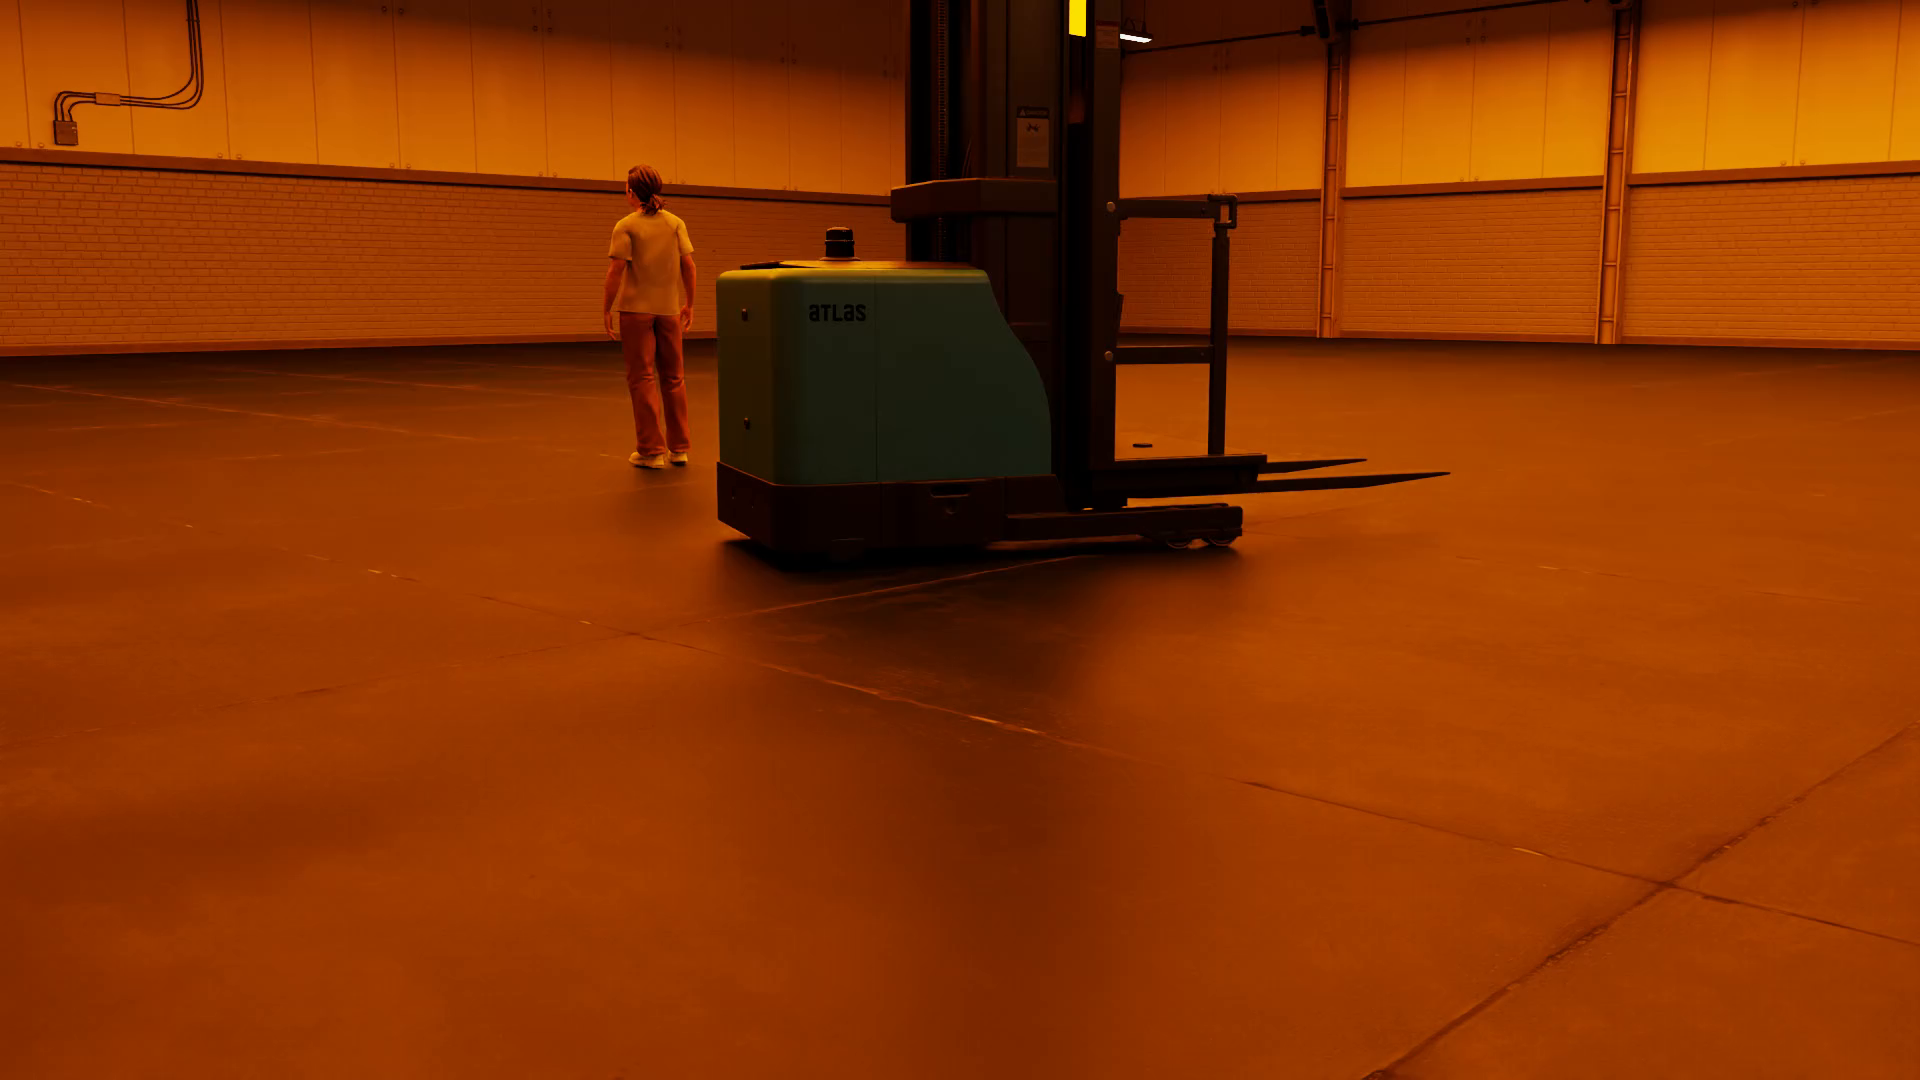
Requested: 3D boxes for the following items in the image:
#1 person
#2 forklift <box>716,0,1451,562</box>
[{"bbox_3d":[-1.763,-1.254,9.366,0.553,1.675,0.549,-5,10,-30],"label":"person"},{"bbox_3d":[0.579,-1.483,6.723,3.031,2.935,1.130,-3,9,-21],"label":"forklift"}]
